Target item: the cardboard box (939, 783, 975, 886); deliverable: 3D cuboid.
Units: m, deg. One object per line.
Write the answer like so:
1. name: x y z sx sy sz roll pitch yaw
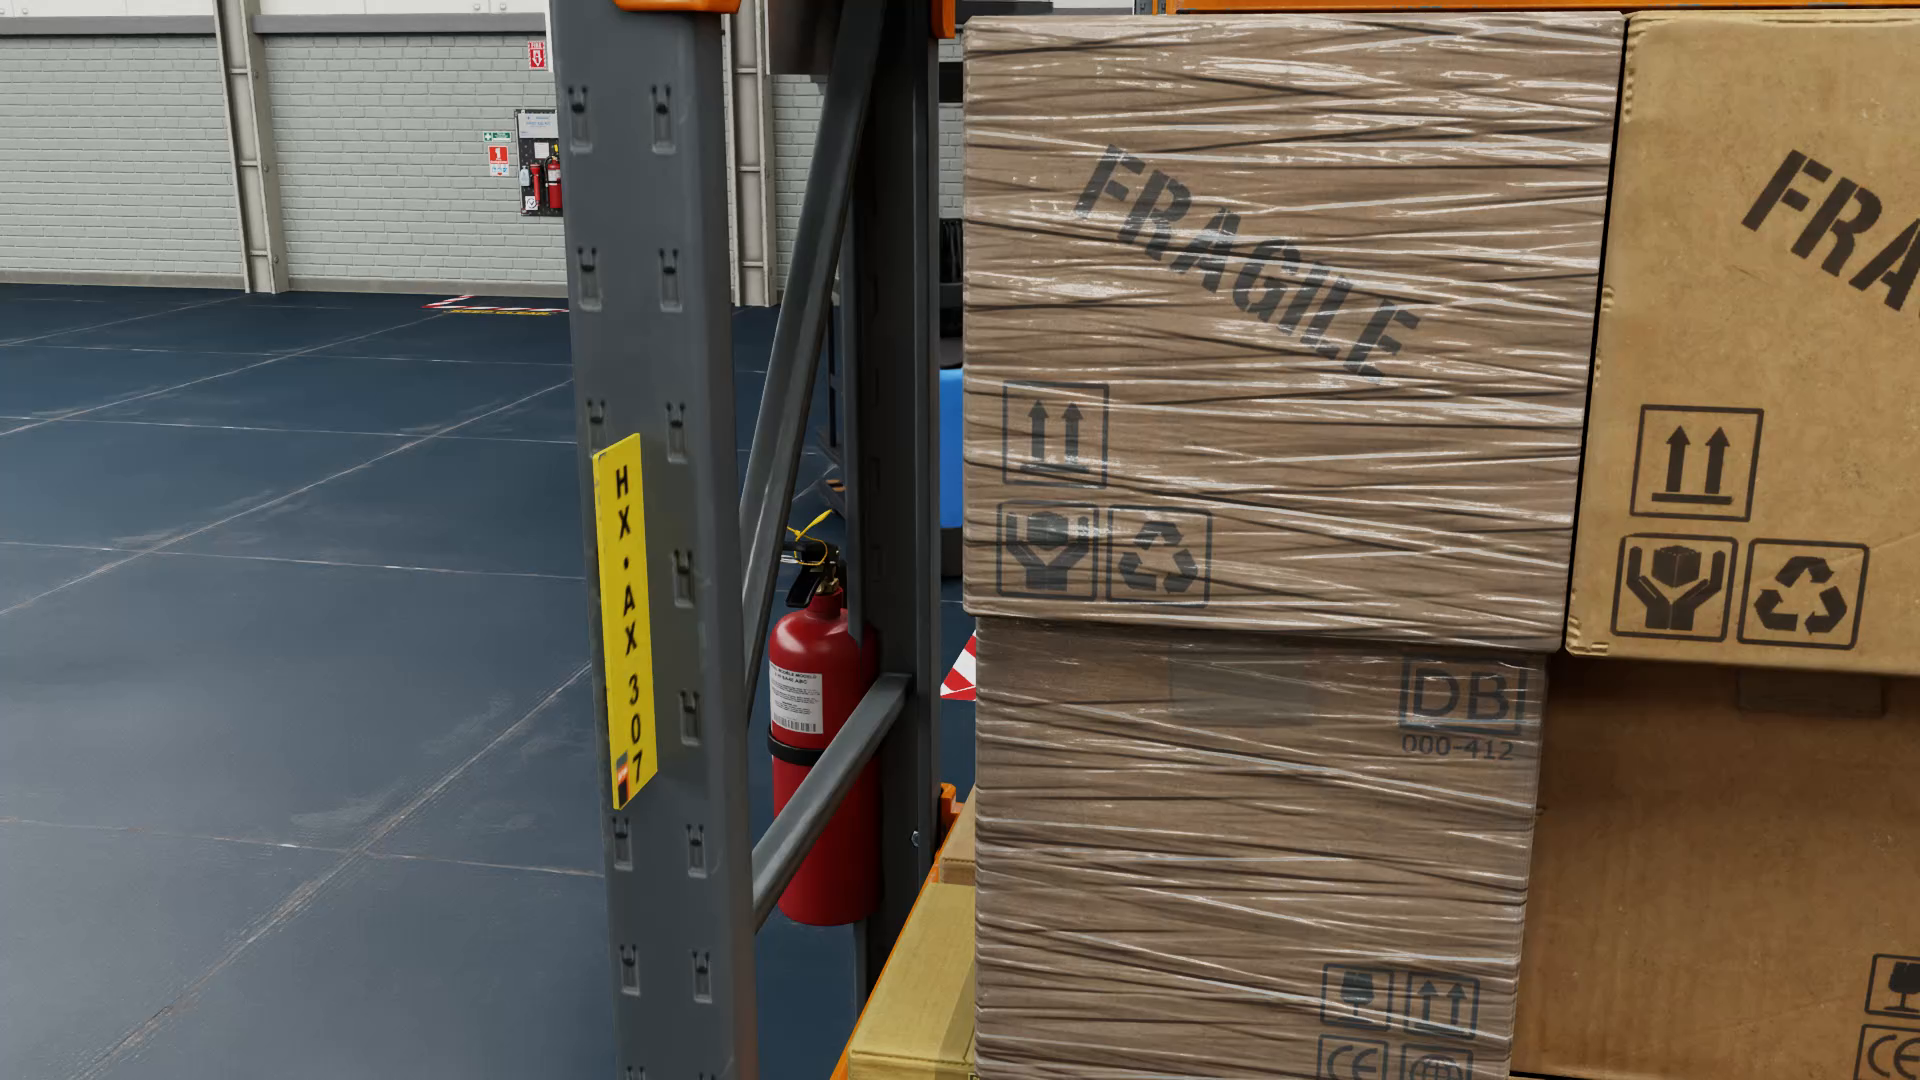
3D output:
1. cardboard box: 0.132 0.430 2.290 0.250 0.149 0.380 3 16 11

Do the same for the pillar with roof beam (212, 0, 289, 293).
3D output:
1. pillar with roof beam: -8.986 -6.132 14.271 0.400 9.000 9.100 3 16 11

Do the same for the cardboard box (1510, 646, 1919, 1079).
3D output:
1. cardboard box: 0.859 0.188 1.949 0.500 0.500 0.875 3 16 11

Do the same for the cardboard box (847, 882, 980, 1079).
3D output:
1. cardboard box: 0.043 0.547 1.870 0.250 0.149 0.380 3 16 11

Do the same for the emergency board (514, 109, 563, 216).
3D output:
1. emergency board: -4.663 -4.189 18.495 0.643 1.169 0.194 3 16 11

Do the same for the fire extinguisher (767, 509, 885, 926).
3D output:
1. fire extinguisher: -0.209 0.259 2.584 0.183 0.674 0.296 3 16 11

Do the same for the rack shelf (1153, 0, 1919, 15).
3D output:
1. rack shelf: 2.758 -1.940 6.105 4.000 0.370 1.077 3 16 11

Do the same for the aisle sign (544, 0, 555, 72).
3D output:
1. aisle sign: -0.309 -0.830 1.498 0.004 0.787 0.394 3 16 11

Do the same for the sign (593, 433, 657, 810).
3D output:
1. sign: -0.297 0.073 1.488 0.005 0.325 0.100 3 16 11

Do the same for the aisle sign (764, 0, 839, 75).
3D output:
1. aisle sign: -0.190 -0.987 2.065 0.004 0.787 0.394 3 16 11

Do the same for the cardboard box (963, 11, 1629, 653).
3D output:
1. cardboard box: 0.296 -0.225 1.567 0.500 0.500 0.500 3 16 11

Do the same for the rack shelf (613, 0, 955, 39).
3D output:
1. rack shelf: 1.771 -0.644 1.428 4.000 0.370 1.077 3 16 11

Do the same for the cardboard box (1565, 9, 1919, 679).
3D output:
1. cardboard box: 0.784 -0.196 1.464 0.500 0.500 0.500 3 16 11

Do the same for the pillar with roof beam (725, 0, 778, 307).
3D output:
1. pillar with roof beam: -3.107 -5.812 13.118 0.400 9.000 9.100 3 16 11

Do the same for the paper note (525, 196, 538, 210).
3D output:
1. paper note: -4.823 -3.792 18.712 0.142 0.148 0.016 3 16 11

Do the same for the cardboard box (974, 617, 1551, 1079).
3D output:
1. cardboard box: 0.345 0.193 1.932 0.500 0.500 0.875 3 16 11

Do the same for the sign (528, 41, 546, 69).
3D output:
1. sign: -4.651 -5.333 18.281 0.199 0.298 0.001 3 16 11

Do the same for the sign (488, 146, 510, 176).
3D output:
1. sign: -5.184 -4.263 18.694 0.234 0.329 0.001 3 16 11

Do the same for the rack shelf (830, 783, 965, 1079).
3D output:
1. rack shelf: 1.771 0.801 1.828 4.000 0.370 1.077 3 16 11

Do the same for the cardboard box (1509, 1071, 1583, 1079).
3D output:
1. cardboard box: 0.526 0.582 1.742 0.250 0.149 0.380 3 16 11

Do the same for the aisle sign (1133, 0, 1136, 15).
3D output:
1. aisle sign: 0.669 -2.128 6.184 0.004 0.787 0.394 3 16 11

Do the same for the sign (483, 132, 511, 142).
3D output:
1. sign: -5.182 -4.515 18.614 0.331 0.109 0.001 3 16 11

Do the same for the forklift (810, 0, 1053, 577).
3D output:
1. forklift: -0.186 -1.578 9.198 1.130 2.935 3.031 -5 16 -16

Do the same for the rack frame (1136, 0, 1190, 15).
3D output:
1. rack frame: 0.798 -0.948 6.794 0.127 3.000 1.000 3 16 11
